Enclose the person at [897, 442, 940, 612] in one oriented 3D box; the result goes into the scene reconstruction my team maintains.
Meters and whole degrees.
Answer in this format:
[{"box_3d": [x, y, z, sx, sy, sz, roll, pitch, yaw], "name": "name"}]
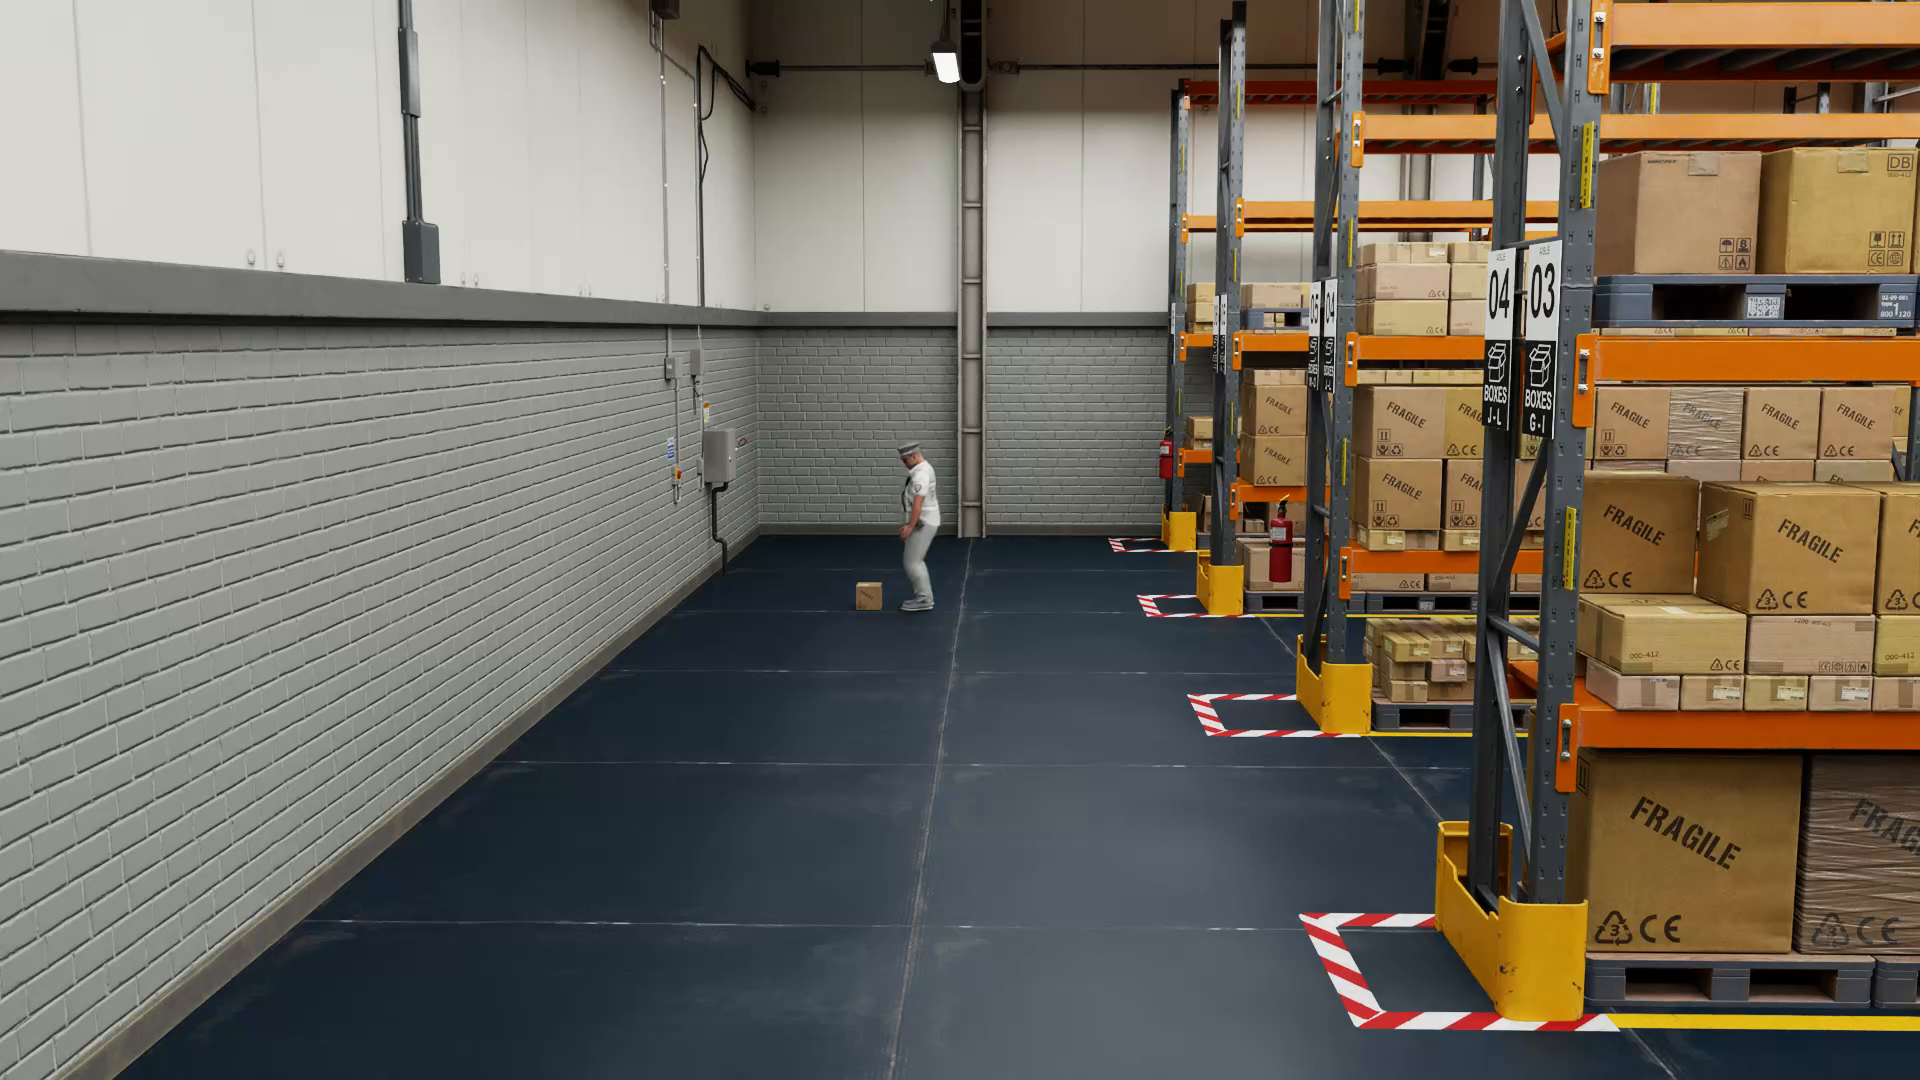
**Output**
[{"box_3d": [-0.424, -0.138, 17.015, 0.440, 1.720, 0.547, 0, 7, 3], "name": "person"}]
